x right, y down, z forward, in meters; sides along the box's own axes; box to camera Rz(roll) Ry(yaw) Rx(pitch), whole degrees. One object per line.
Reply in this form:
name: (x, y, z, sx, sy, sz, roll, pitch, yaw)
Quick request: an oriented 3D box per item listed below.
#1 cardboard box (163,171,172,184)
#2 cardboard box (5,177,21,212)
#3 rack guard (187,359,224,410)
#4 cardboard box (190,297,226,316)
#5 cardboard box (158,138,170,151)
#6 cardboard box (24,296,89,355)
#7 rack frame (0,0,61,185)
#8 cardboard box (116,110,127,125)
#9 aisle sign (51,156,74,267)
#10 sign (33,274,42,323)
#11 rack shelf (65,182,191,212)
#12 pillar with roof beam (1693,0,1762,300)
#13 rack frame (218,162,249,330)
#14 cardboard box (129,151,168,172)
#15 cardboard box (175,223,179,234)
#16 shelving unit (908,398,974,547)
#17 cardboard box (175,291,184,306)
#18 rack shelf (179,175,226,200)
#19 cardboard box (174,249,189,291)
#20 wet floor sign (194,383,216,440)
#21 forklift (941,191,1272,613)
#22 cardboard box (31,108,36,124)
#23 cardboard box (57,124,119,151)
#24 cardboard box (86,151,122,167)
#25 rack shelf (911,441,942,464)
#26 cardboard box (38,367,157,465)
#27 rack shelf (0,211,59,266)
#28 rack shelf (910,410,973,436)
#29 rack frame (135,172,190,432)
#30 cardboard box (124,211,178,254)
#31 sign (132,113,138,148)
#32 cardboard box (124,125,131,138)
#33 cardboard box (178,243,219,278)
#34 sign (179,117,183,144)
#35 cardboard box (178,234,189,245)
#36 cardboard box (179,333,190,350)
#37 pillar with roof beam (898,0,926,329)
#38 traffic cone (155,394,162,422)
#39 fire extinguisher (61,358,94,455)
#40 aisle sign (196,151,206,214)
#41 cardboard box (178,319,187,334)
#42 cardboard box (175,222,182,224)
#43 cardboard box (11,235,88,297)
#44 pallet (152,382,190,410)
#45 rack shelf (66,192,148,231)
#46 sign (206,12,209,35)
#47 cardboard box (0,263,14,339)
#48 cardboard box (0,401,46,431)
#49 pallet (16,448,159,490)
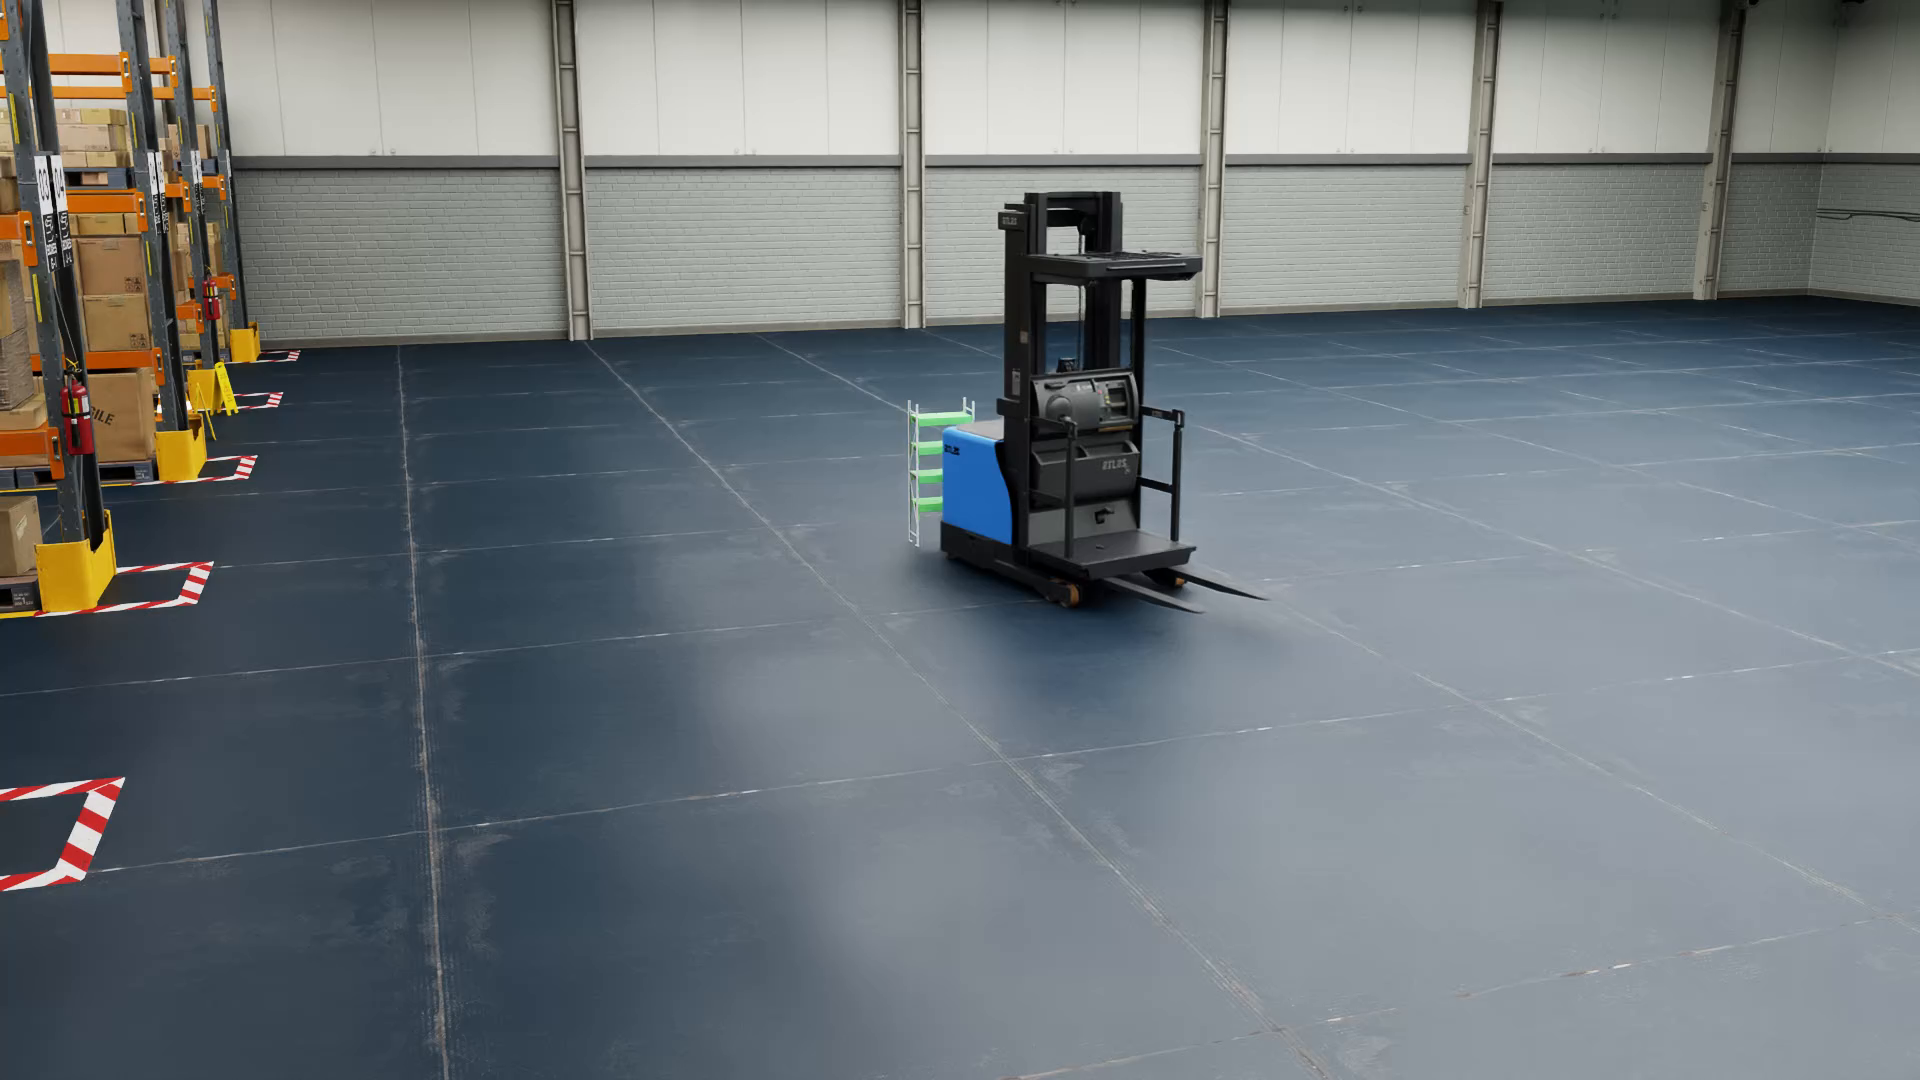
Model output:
cardboard box: (-9.953, -4.502, 20.648, 0.250, 0.149, 0.380, -4, 14, -18)
cardboard box: (-7.082, -2.486, 11.956, 0.500, 0.250, 0.500, -4, 14, -16)
rack guard: (-9.776, -2.031, 21.600, 0.348, 0.500, 1.175, -4, 14, -18)
cardboard box: (-11.627, -3.592, 25.634, 0.500, 0.250, 0.500, -4, 14, -16)
cardboard box: (-9.930, -4.888, 20.547, 0.250, 0.149, 0.380, -4, 14, -18)
cardboard box: (-8.881, -2.165, 16.437, 0.550, 0.550, 0.875, -4, 14, -18)
rack frame: (-6.543, -3.998, 11.503, 0.127, 3.000, 1.000, -4, 14, -18)
cardboard box: (-8.447, -4.197, 16.521, 0.250, 0.149, 0.380, -4, 14, -17)
aisle sign: (-6.580, -2.414, 12.192, 0.004, 0.787, 0.394, -4, 14, -18)
sign: (-6.385, -1.673, 11.508, 0.005, 0.325, 0.100, -4, 14, -18)
rack shelf: (-11.599, -4.214, 20.450, 4.000, 0.370, 1.077, -4, 14, -18)
pillar with roof beam: (17.568, -8.676, 31.170, 0.548, 9.000, 9.100, -4, 14, -18)
rack frame: (-11.290, -4.341, 25.910, 0.127, 3.000, 1.000, -4, 14, -18)
cardboard box: (-10.103, -4.687, 20.563, 0.500, 0.250, 0.500, -5, 14, -19)
cardboard box: (-12.026, -4.727, 25.272, 0.250, 0.149, 0.380, -4, 14, -17)
shelving unit: (-0.157, -0.571, 13.953, 0.503, 1.200, 0.258, -4, 14, -18)
cardboard box: (-9.990, -3.056, 21.050, 0.250, 0.149, 0.380, -4, 14, -16)
rack shelf: (-13.186, -5.303, 25.026, 4.000, 0.370, 1.077, -4, 14, -18)
cardboard box: (-10.241, -3.472, 21.397, 0.500, 0.500, 0.500, -5, 14, -19)
wet floor sign: (-8.633, -1.465, 18.909, 0.232, 0.644, 0.267, -7, 15, -28)
forklift: (1.061, -1.060, 12.264, 1.130, 2.935, 3.031, -8, 16, -32)
cardboard box: (-8.720, -4.016, 15.758, 0.250, 0.149, 0.380, -4, 14, -17)
cardboard box: (-8.404, -3.861, 15.968, 0.500, 0.250, 0.500, -4, 14, -17)
cardboard box: (-8.236, -3.665, 16.008, 0.250, 0.149, 0.380, -4, 14, -18)
rack shelf: (-0.157, -0.743, 13.912, 0.480, 0.148, 0.258, -4, 14, -18)
cardboard box: (-8.651, -1.280, 16.728, 0.875, 0.875, 0.875, -4, 14, -18)
rack shelf: (-8.439, -2.041, 11.313, 4.000, 0.370, 1.077, -4, 14, -18)
rack shelf: (-0.157, -0.976, 13.856, 0.480, 0.148, 0.258, -4, 14, -18)
rack frame: (-8.029, -2.174, 16.802, 0.127, 3.000, 1.000, -4, 14, -18)
cardboard box: (-10.118, -3.847, 20.813, 0.500, 0.500, 0.700, -5, 14, -19)
sign: (-7.869, -3.906, 15.857, 0.005, 0.325, 0.100, -4, 14, -18)
cardboard box: (-12.635, -5.962, 24.904, 0.500, 0.500, 0.700, -4, 14, -18)
cardboard box: (-11.673, -4.296, 25.504, 0.500, 0.500, 0.500, -5, 14, -19)
sign: (-9.546, -5.019, 20.367, 0.005, 0.325, 0.100, -4, 14, -18)
cardboard box: (-11.762, -4.593, 25.351, 0.250, 0.149, 0.380, -4, 14, -17)
cardboard box: (-12.109, -3.069, 25.597, 0.500, 0.250, 0.500, -4, 14, -18)
pillar with roof beam: (0.509, -7.347, 25.585, 0.400, 9.000, 9.100, -4, 14, -18)
traffic cone: (-9.700, -1.704, 20.305, 0.334, 0.463, 0.336, -4, 14, -18)
fire extinguisher: (-6.288, -0.949, 11.817, 0.183, 0.674, 0.296, -4, 14, -18)
aisle sign: (-9.744, -4.590, 21.339, 0.004, 0.787, 0.394, -4, 14, -18)
cardboard box: (-12.131, -3.312, 25.537, 0.500, 0.250, 0.500, -5, 14, -19)
cardboard box: (-12.181, -4.837, 25.737, 0.250, 0.149, 0.380, -4, 14, -17)
cardboard box: (-8.885, -2.693, 16.324, 0.550, 0.550, 0.875, -4, 14, -18)
pallet: (-10.557, -1.838, 21.414, 1.213, 0.211, 1.003, -4, 14, -18)
rack shelf: (-9.925, -3.136, 15.917, 4.000, 0.370, 1.077, -4, 14, -18)
sign: (-11.131, -7.632, 24.594, 0.005, 0.325, 0.100, -4, 14, -18)
cardboard box: (-6.986, -1.664, 11.637, 0.500, 0.500, 0.500, -4, 14, -18)
cardboard box: (-6.747, -0.890, 11.947, 0.250, 0.149, 0.380, -4, 14, -18)
pallet: (-8.762, -0.741, 16.804, 1.213, 0.211, 1.003, -4, 14, -18)
